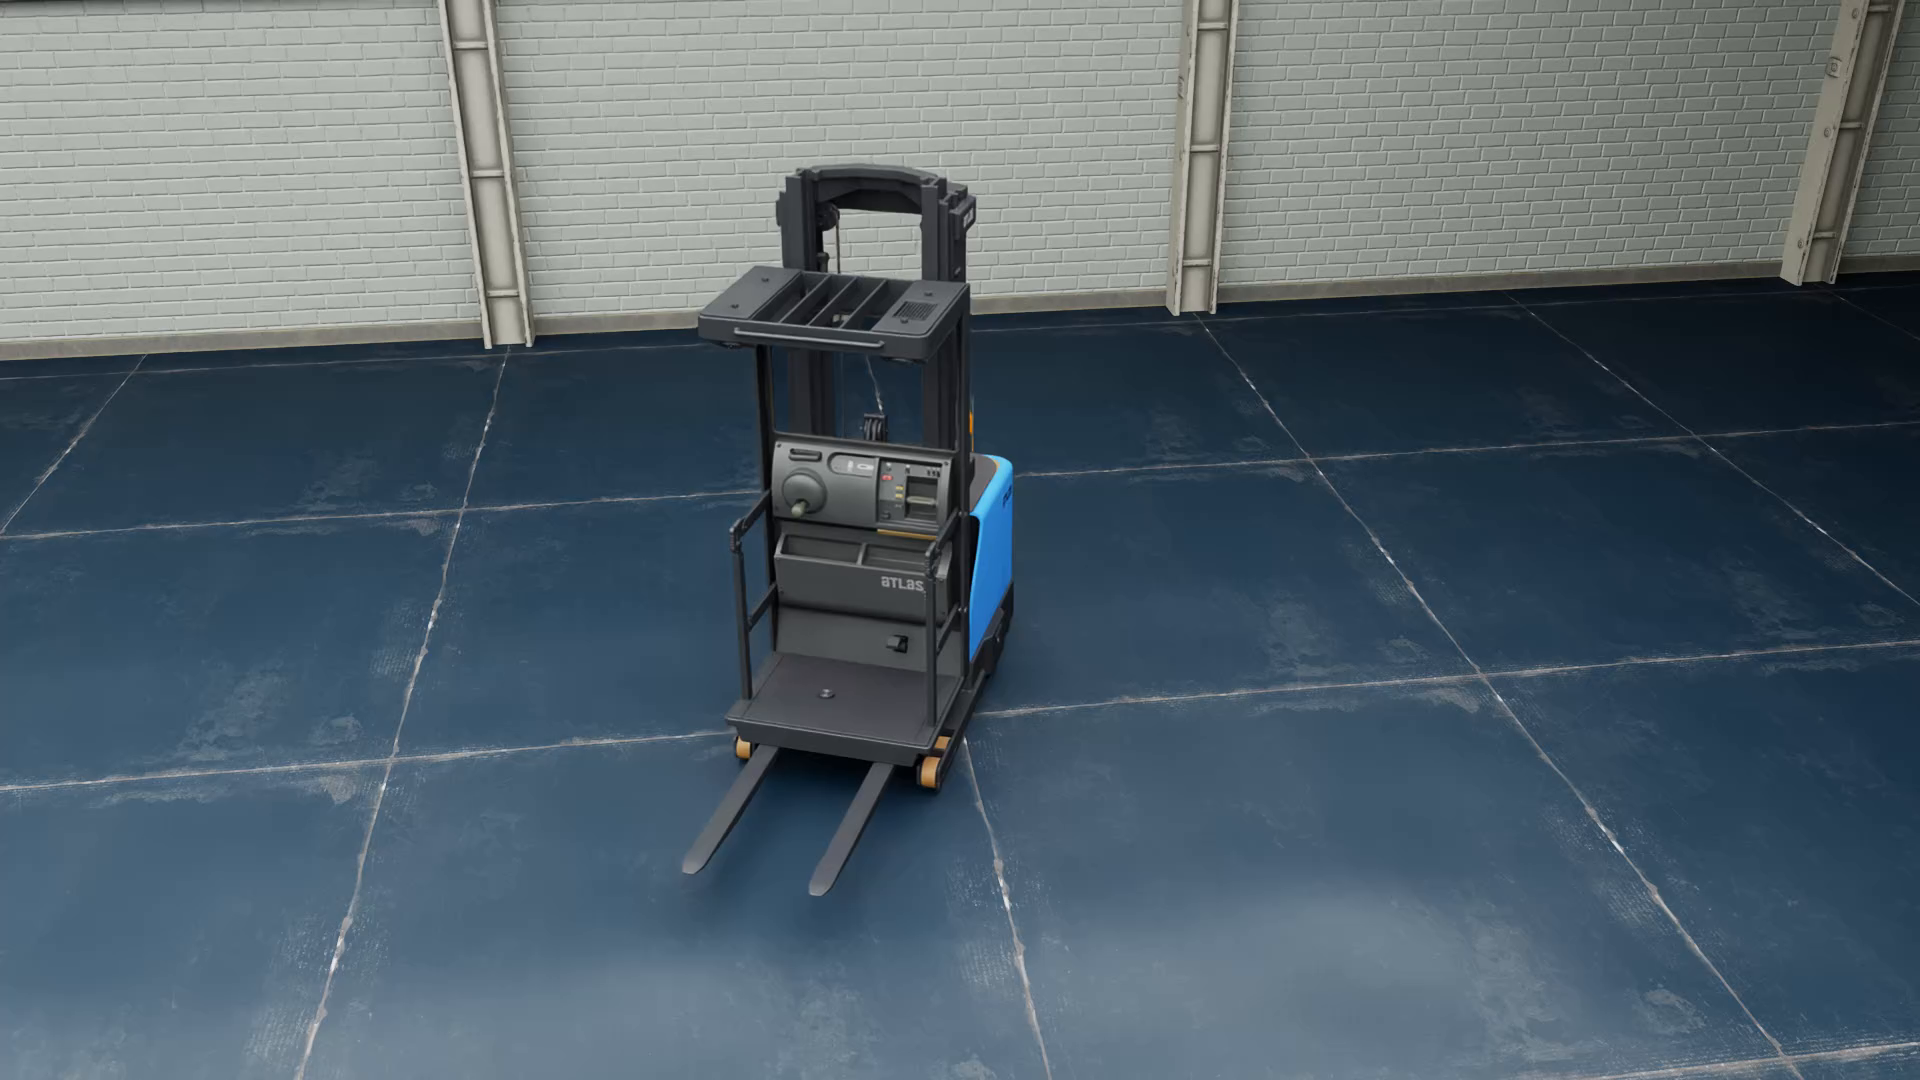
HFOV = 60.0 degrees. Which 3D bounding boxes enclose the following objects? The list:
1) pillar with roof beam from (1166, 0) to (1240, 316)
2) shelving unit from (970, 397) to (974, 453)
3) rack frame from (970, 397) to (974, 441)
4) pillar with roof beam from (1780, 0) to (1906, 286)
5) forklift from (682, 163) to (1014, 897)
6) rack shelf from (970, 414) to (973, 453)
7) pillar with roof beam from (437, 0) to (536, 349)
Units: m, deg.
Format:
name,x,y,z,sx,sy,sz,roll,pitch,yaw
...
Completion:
name,x,y,z,sx,sy,sz,roll,pitch,yaw
pillar with roof beam,2.682,-4.146,9.176,0.400,9.000,9.100,-4,27,-7
shelving unit,-0.053,-0.464,10.706,0.252,1.050,0.215,-4,27,-7
rack frame,0.068,-0.471,10.721,0.008,1.050,0.200,-4,27,-7
pillar with roof beam,8.624,-4.528,9.919,0.400,9.000,9.100,-4,27,-7
forklift,-0.552,-0.231,8.192,1.130,2.935,3.031,7,28,13
rack shelf,-0.053,-0.707,10.581,0.240,0.259,0.215,-4,27,-7
pillar with roof beam,-3.259,-3.764,8.432,0.400,9.000,9.100,-4,27,-7
